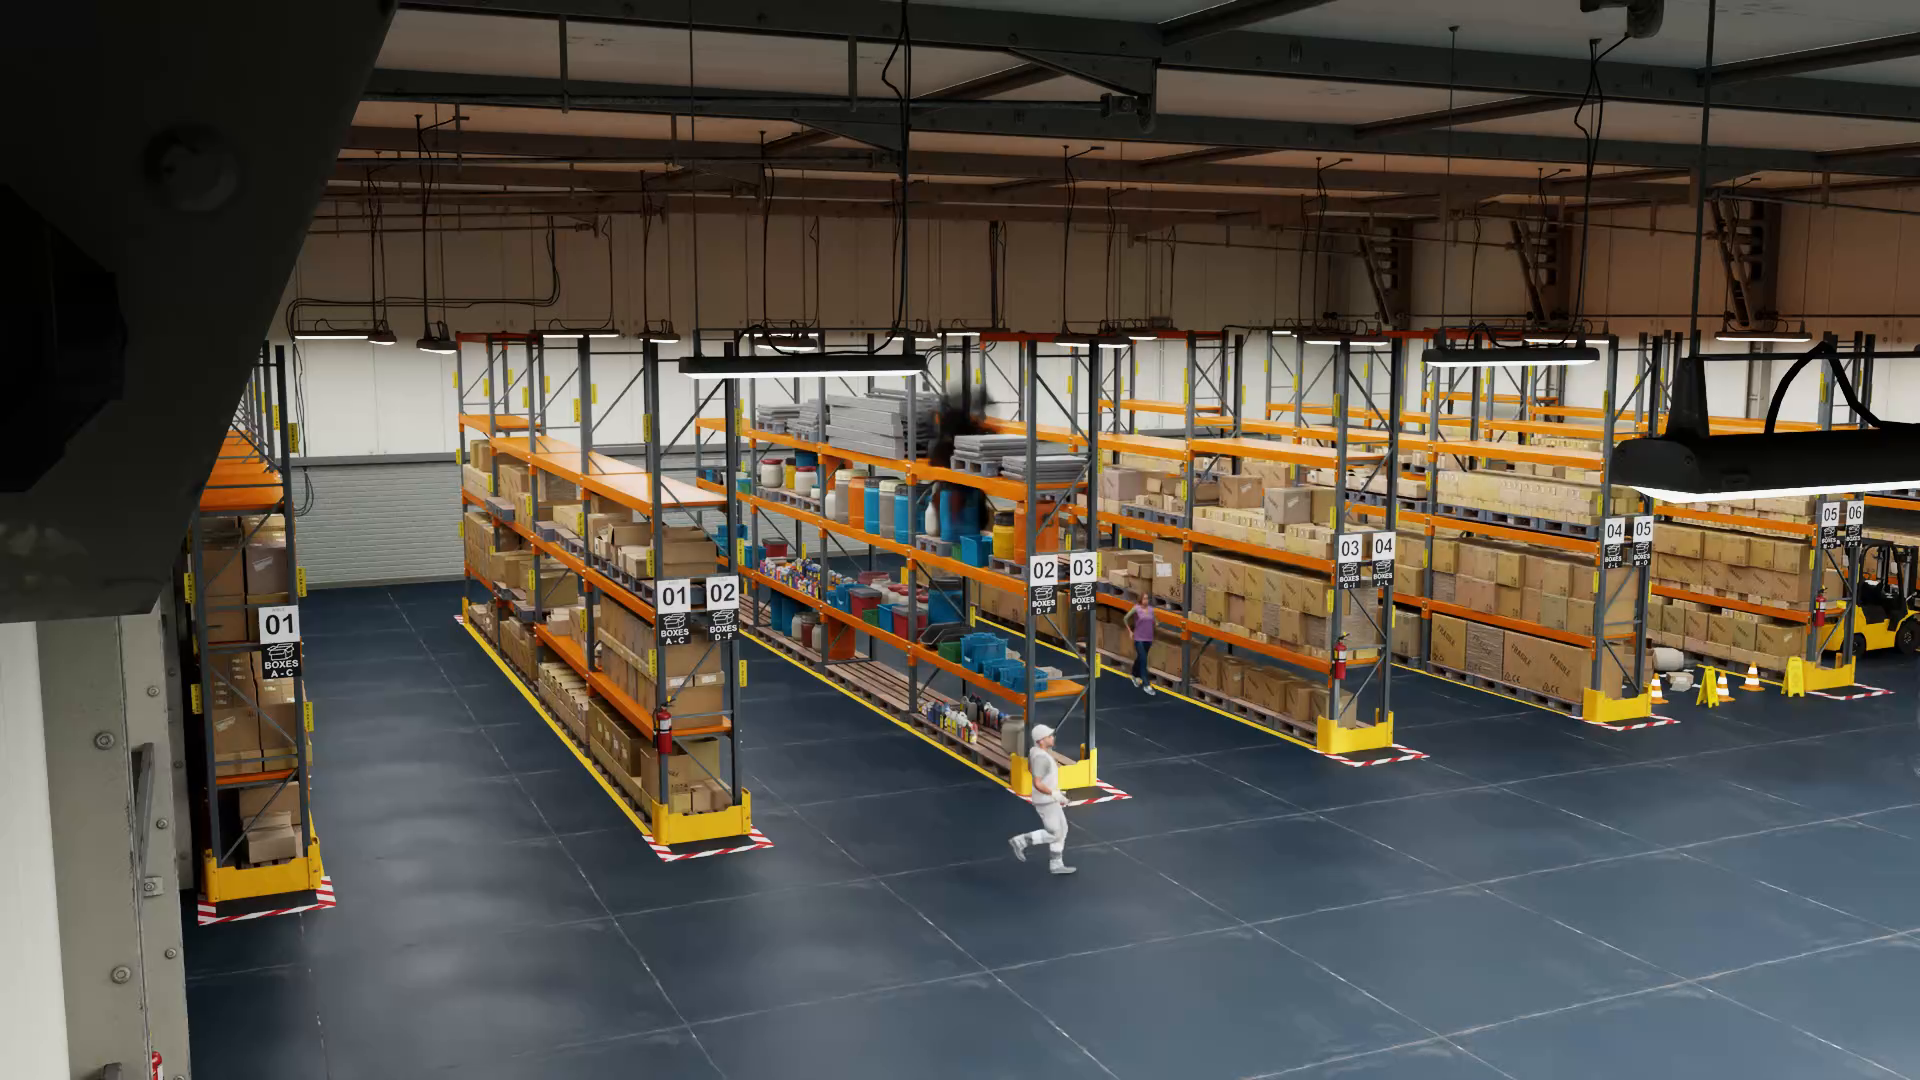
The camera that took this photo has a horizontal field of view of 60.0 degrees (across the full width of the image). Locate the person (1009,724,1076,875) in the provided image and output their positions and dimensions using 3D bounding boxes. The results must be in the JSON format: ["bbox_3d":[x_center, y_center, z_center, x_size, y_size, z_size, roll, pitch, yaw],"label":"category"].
[{"bbox_3d":[0.942,2.947,18.873,0.773,1.749,0.646,0,8,1],"label":"person"}]

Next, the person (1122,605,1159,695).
[{"bbox_3d":[2.948,1.741,26.755,0.531,1.390,0.819,-4,9,-26],"label":"person"}]
